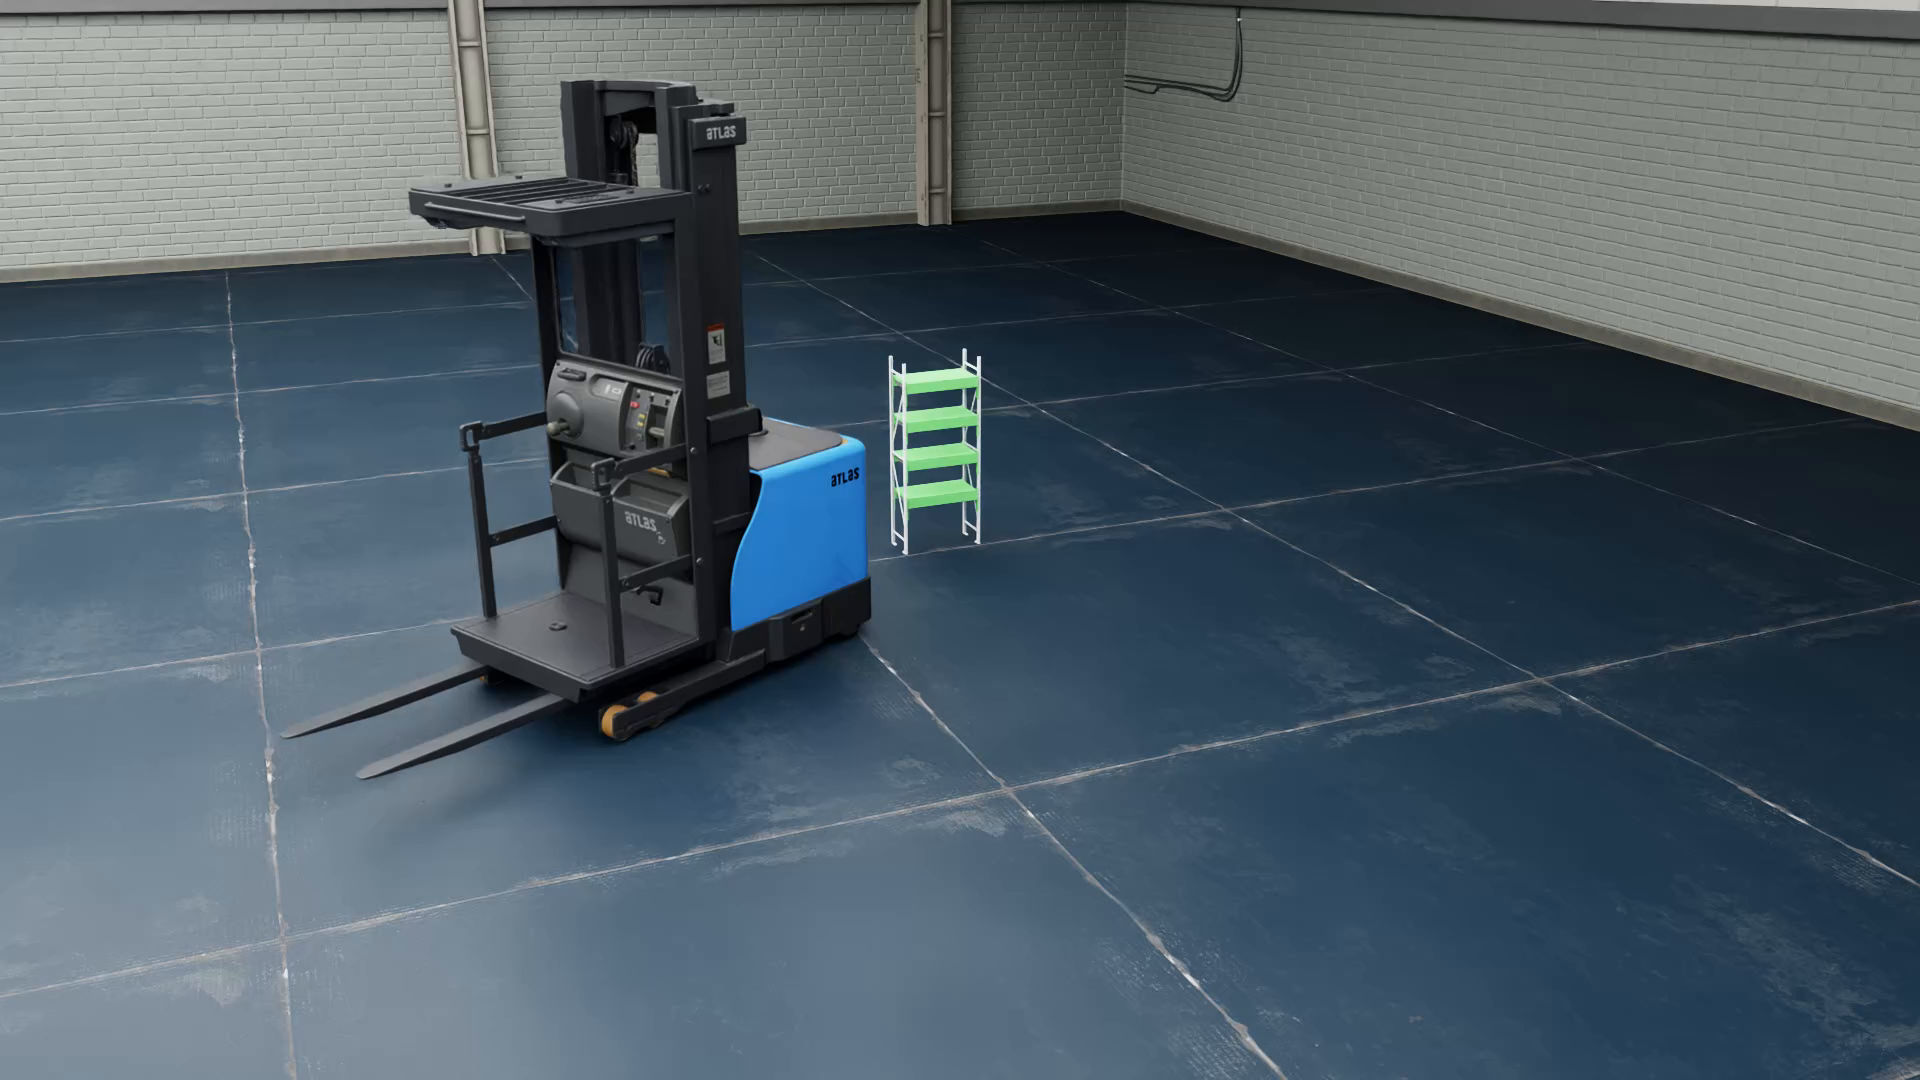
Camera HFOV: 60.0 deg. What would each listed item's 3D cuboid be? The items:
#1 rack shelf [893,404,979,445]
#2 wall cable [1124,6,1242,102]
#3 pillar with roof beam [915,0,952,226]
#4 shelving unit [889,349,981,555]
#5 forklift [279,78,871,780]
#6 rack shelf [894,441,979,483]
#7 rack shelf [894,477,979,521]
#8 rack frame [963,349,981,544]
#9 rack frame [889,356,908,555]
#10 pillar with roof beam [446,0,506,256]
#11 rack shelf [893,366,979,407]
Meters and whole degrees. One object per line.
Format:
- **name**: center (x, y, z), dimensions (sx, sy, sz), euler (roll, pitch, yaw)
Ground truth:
- **rack shelf**: center (-0.152, -0.710, 10.202), dimensions (0.480, 0.148, 0.258), euler (-8, 21, -22)
- **wall cable**: center (2.876, -7.118, 21.865), dimensions (0.112, 2.526, 3.097), euler (-8, 21, -22)
- **pillar with roof beam**: center (1.352, -7.286, 17.665), dimensions (0.400, 9.000, 9.100), euler (-8, 21, -22)
- **shelving unit**: center (-0.152, -0.544, 10.261), dimensions (0.503, 1.200, 0.258), euler (-8, 21, -22)
- **forklift**: center (-1.810, -0.624, 7.881), dimensions (1.130, 2.935, 3.031), euler (15, 25, 37)
- **rack shelf**: center (-0.152, -0.484, 10.282), dimensions (0.480, 0.148, 0.258), euler (-8, 21, -22)
- **rack shelf**: center (-0.152, -0.258, 10.362), dimensions (0.480, 0.148, 0.258), euler (-8, 21, -22)
- **rack frame**: center (0.072, -0.576, 10.352), dimensions (0.015, 1.200, 0.240), euler (-8, 21, -22)
- **rack frame**: center (-0.376, -0.512, 10.170), dimensions (0.015, 1.200, 0.240), euler (-8, 21, -22)
- **pillar with roof beam**: center (-4.157, -6.497, 15.423), dimensions (0.400, 9.000, 9.100), euler (-8, 21, -22)
- **rack shelf**: center (-0.152, -0.937, 10.123), dimensions (0.480, 0.148, 0.258), euler (-8, 21, -22)
